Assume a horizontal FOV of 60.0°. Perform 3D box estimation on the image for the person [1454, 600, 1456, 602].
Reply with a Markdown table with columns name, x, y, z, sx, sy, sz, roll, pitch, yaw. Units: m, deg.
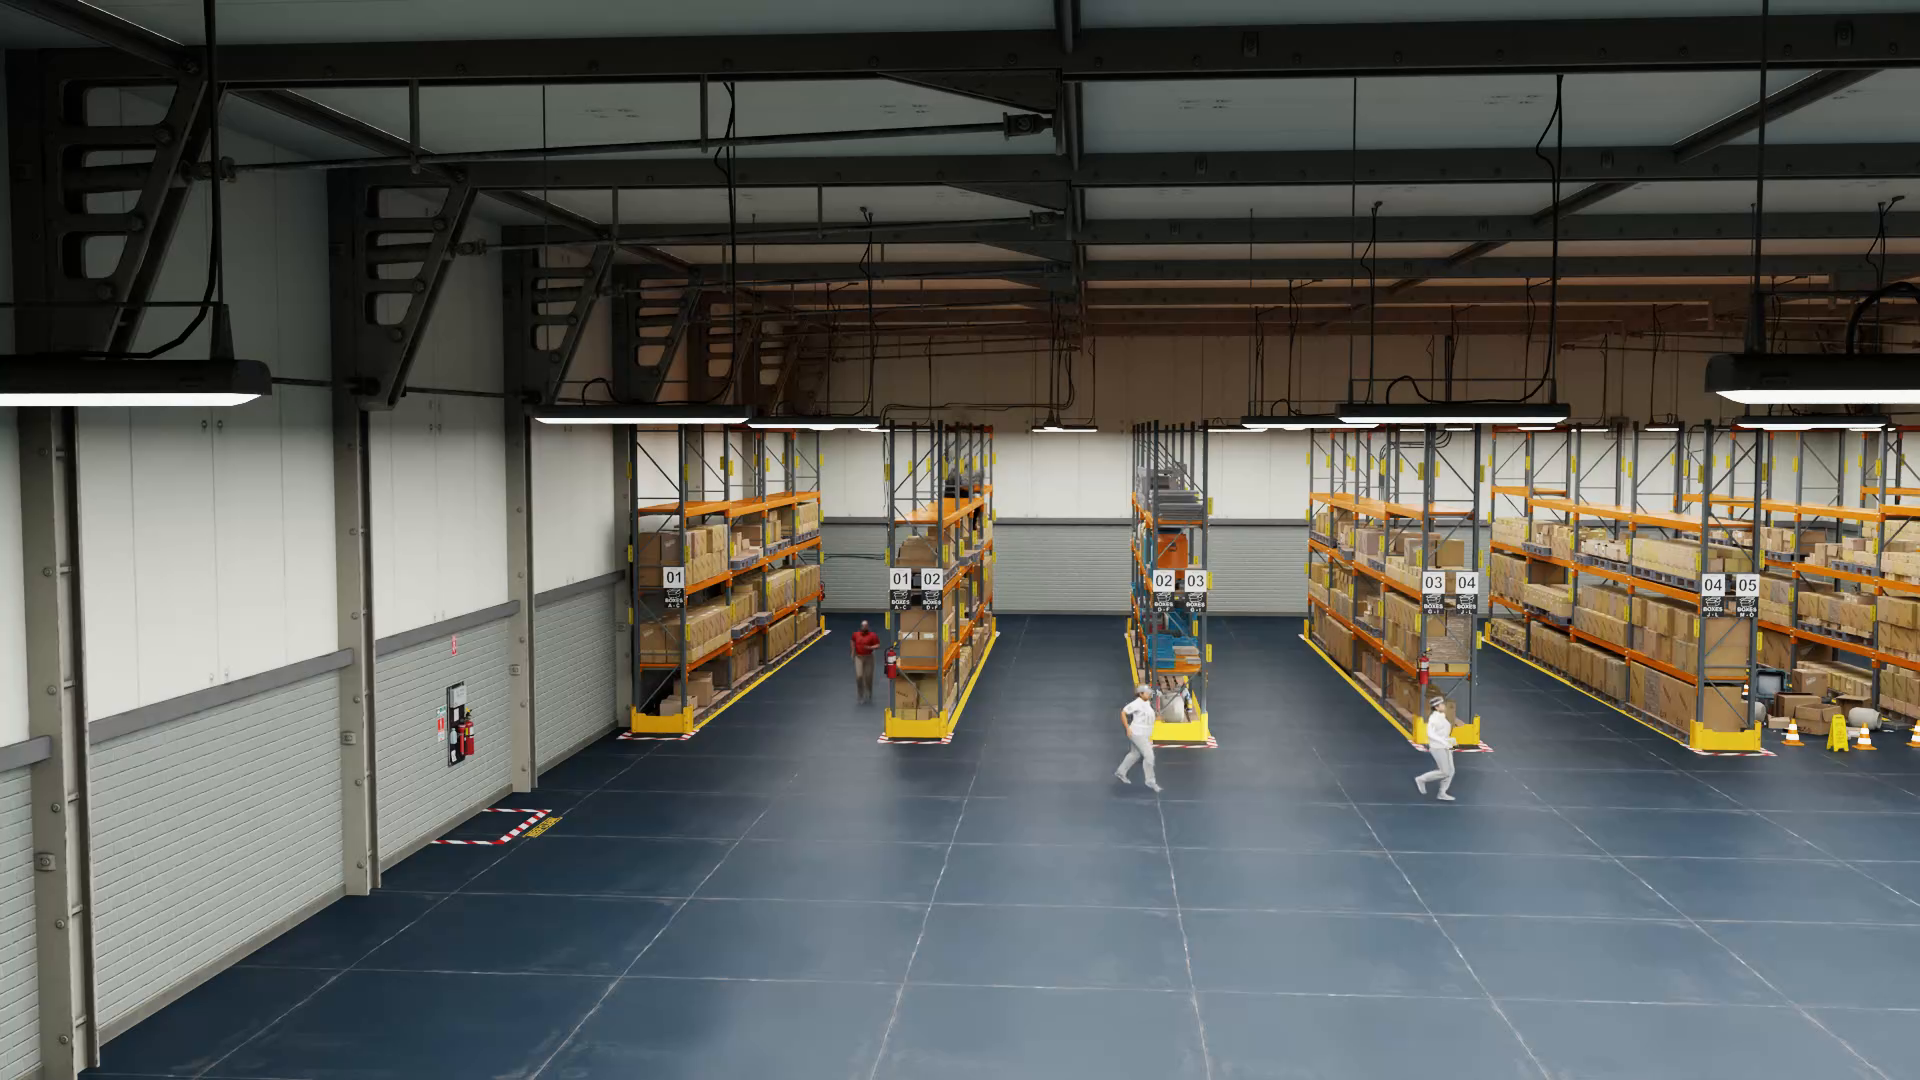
| name | x | y | z | sx | sy | sz | roll | pitch | yaw |
| --- | --- | --- | --- | --- | --- | --- | --- | --- | --- |
| person | 13.364 | 2.151 | 44.445 | 0.641 | 1.611 | 0.976 | 0 | 4 | -2 |

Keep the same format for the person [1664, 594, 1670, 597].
| name | x | y | z | sx | sy | sz | roll | pitch | yaw |
| --- | --- | --- | --- | --- | --- | --- | --- | --- | --- |
| person | 20.225 | 1.932 | 47.311 | 0.657 | 1.653 | 0.706 | 1 | 4 | 10 |

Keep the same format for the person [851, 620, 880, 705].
| name | x | y | z | sx | sy | sz | roll | pitch | yaw |
| --- | --- | --- | --- | --- | --- | --- | --- | --- | --- |
| person | -2.030 | 2.604 | 35.618 | 0.634 | 1.790 | 0.892 | 0 | 4 | 0 |

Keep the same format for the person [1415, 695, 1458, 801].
| name | x | y | z | sx | sy | sz | roll | pitch | yaw |
| --- | --- | --- | --- | --- | --- | --- | --- | --- | --- |
| person | 7.474 | 3.245 | 26.062 | 0.596 | 1.648 | 0.617 | 2 | 4 | 30 |

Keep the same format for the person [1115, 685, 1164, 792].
| name | x | y | z | sx | sy | sz | roll | pitch | yaw |
| --- | --- | --- | --- | --- | --- | --- | --- | --- | --- |
| person | 2.903 | 3.181 | 26.859 | 0.820 | 1.711 | 0.580 | 2 | 4 | 24 |
